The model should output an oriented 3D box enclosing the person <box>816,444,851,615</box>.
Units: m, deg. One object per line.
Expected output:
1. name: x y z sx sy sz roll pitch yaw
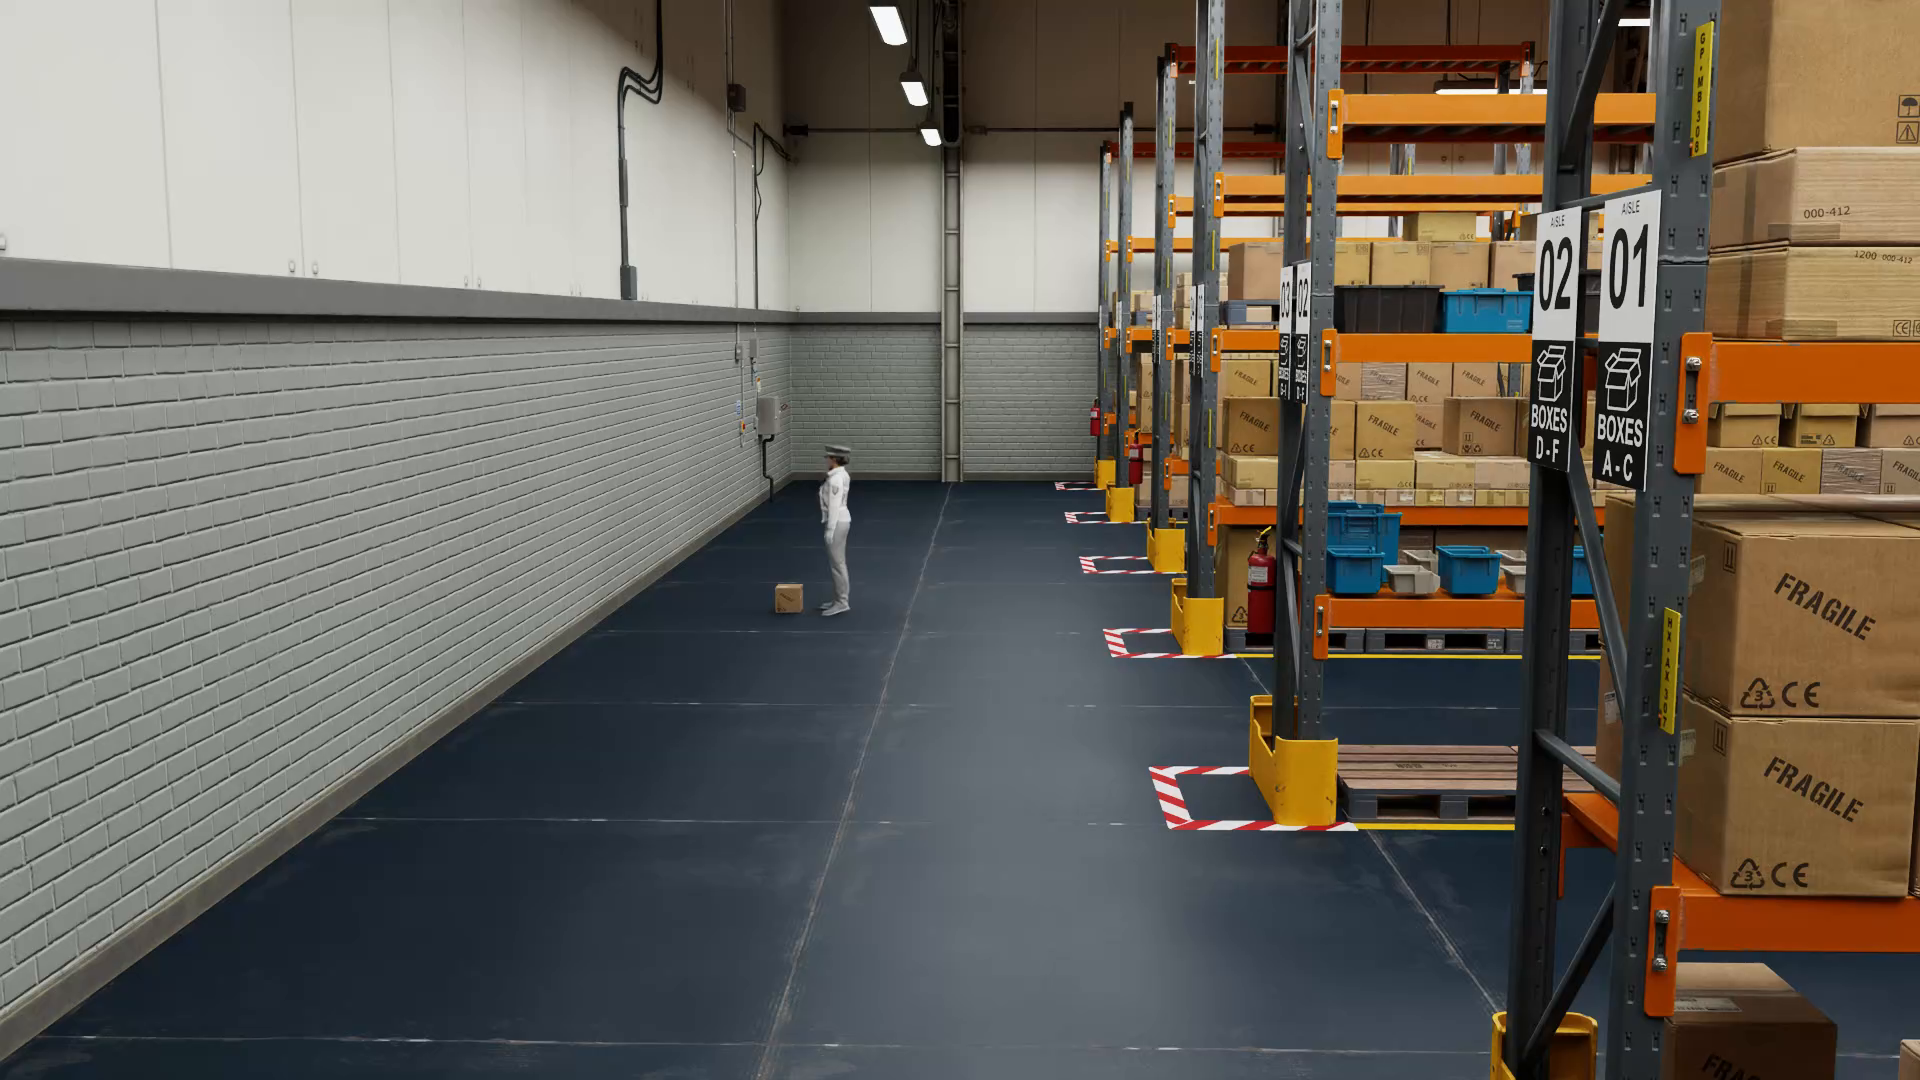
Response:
1. person: -1.254 -0.109 16.624 0.332 1.693 0.502 0 7 2
